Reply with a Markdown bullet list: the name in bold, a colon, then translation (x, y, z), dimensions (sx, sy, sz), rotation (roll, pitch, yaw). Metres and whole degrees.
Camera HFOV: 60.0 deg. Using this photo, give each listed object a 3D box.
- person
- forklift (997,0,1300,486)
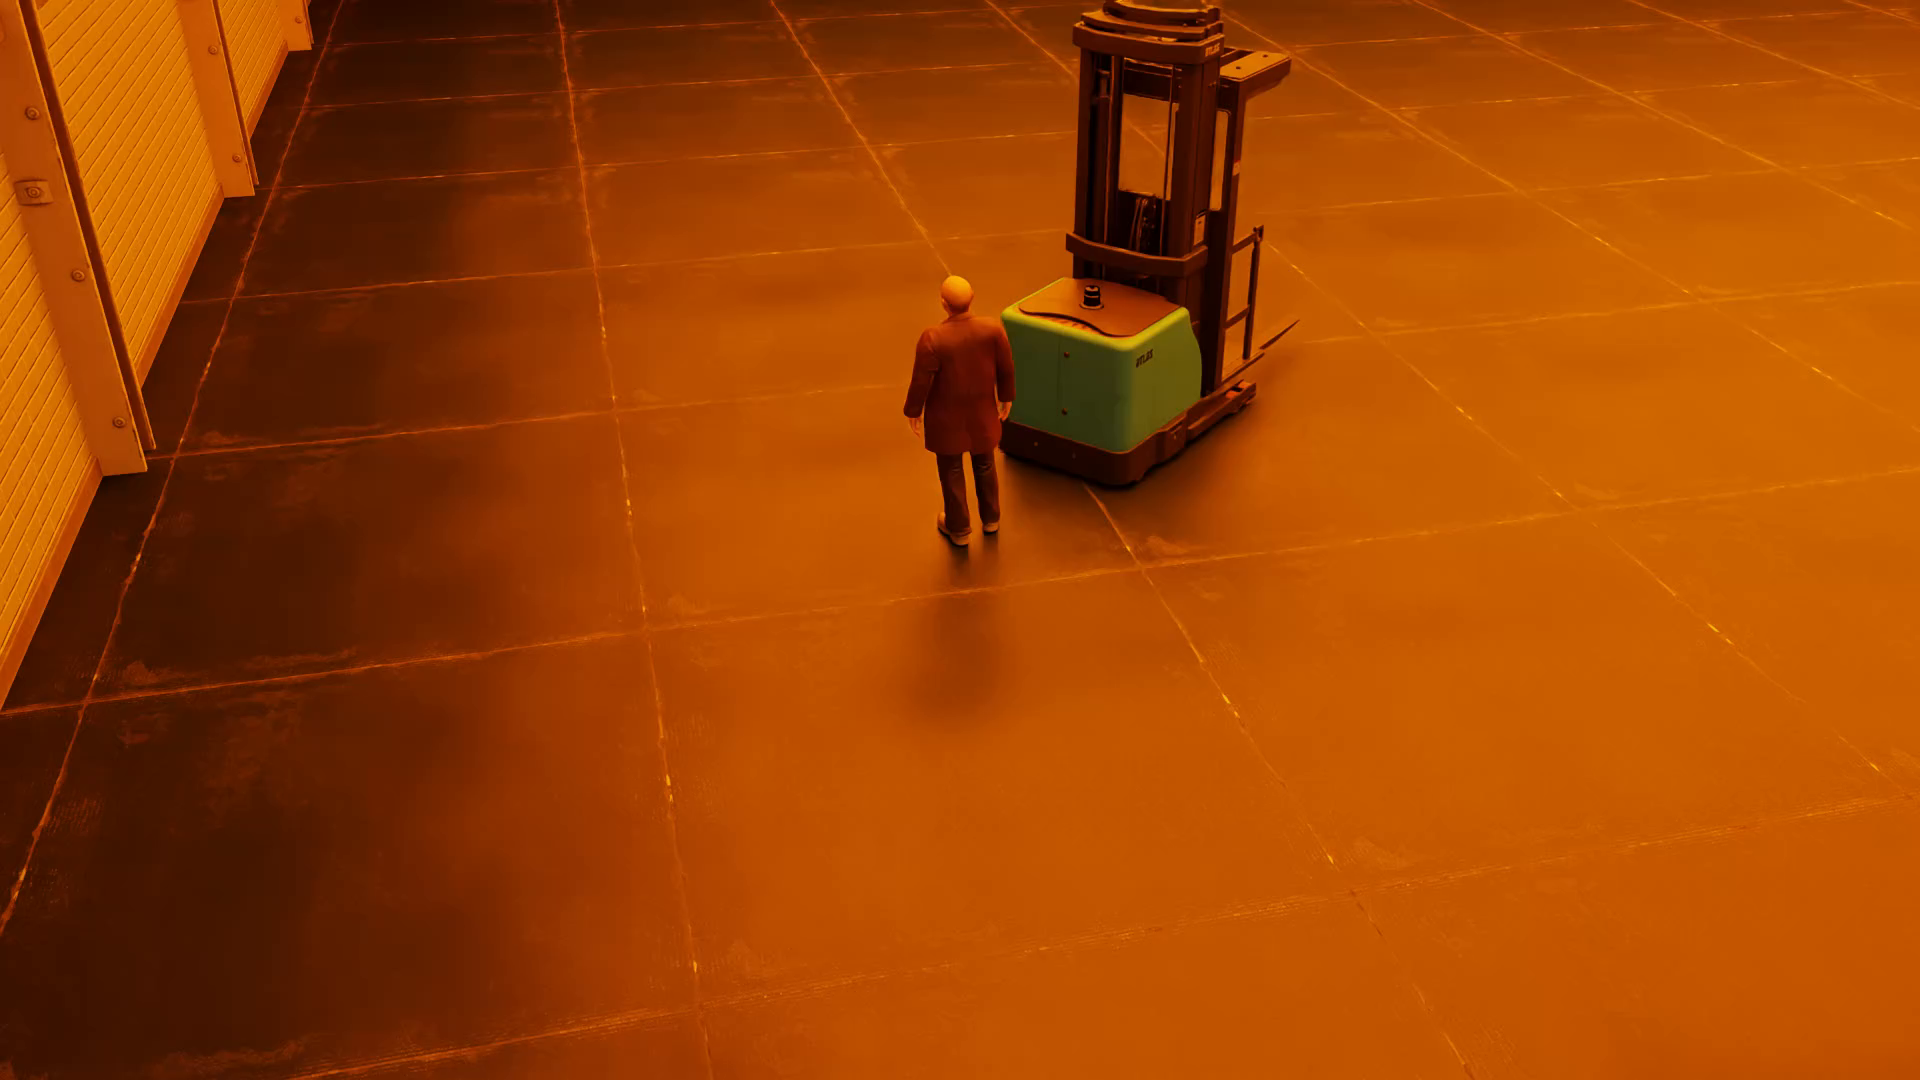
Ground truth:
- **person**: translation (-0.017, -0.821, 10.128), dimensions (0.698, 1.777, 0.581), rotation (-7, 31, -12)
- **forklift**: translation (1.521, -2.312, 11.569), dimensions (1.130, 2.935, 3.031), rotation (20, 35, 30)
